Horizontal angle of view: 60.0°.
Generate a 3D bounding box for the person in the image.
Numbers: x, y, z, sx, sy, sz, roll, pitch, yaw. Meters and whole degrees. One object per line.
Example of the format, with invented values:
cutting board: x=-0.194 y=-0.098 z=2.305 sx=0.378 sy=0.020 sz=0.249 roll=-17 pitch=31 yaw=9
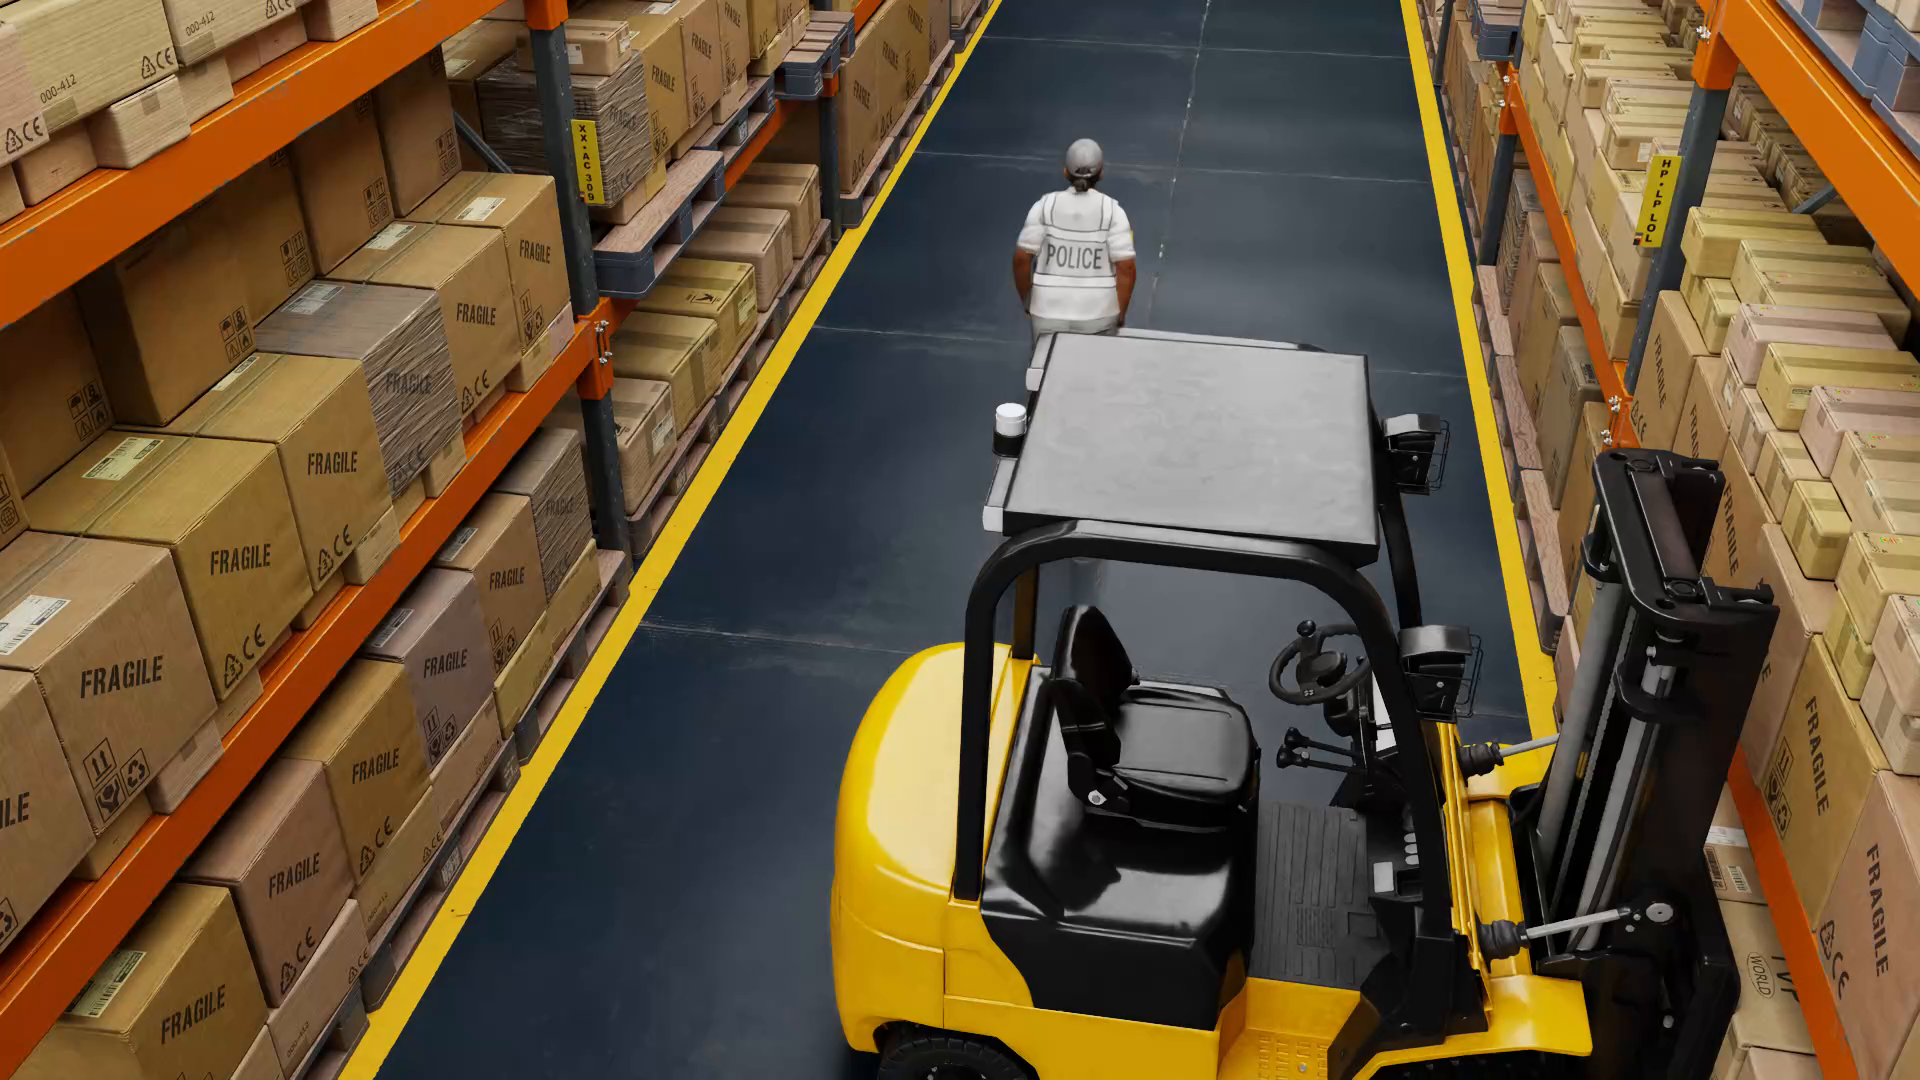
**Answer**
person: x=0.527 y=-1.082 z=7.796 sx=0.578 sy=1.547 sz=0.598 roll=4 pitch=33 yaw=7
